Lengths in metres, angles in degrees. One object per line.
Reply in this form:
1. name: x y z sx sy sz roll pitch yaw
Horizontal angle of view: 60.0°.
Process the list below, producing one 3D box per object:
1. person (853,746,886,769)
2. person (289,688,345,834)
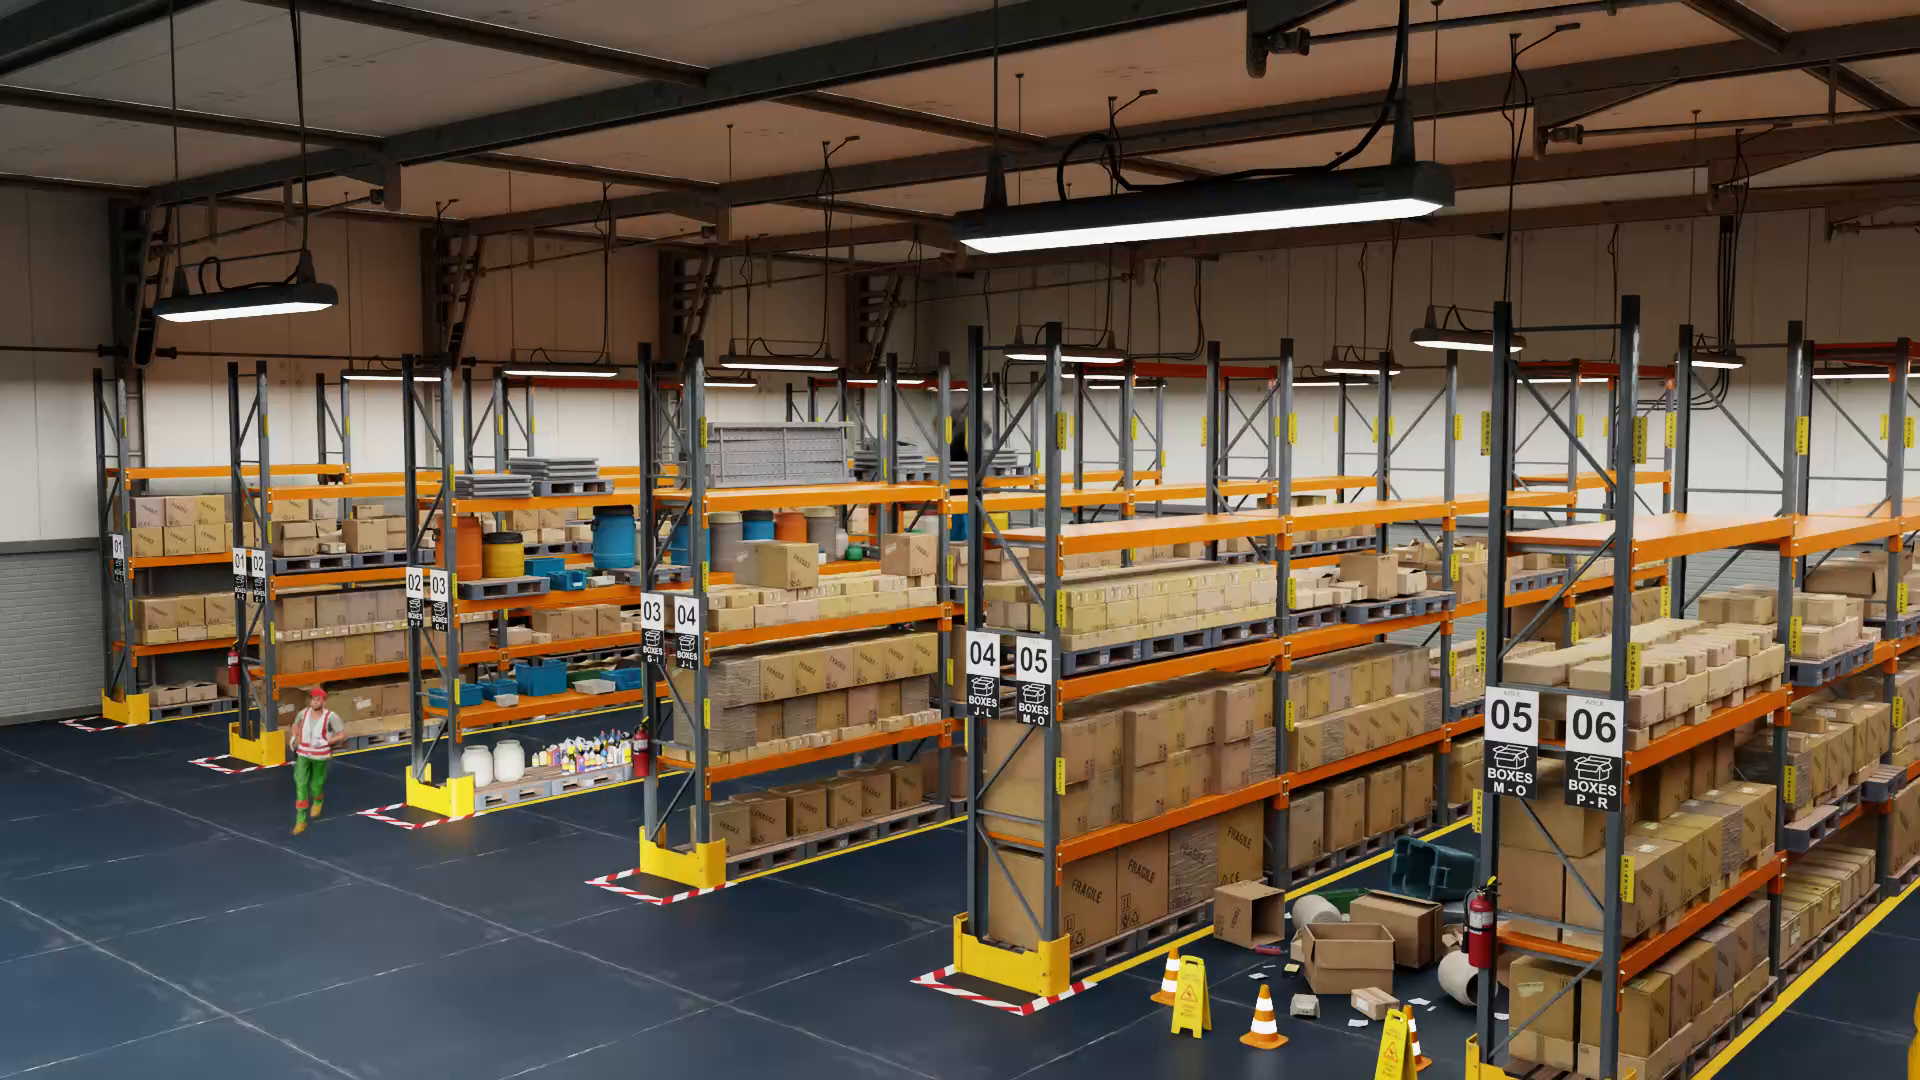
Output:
1. person: -1.312 2.549 24.209 0.559 1.754 0.775 3 5 33
2. person: -8.126 2.752 21.046 0.699 1.779 0.904 0 4 -3
